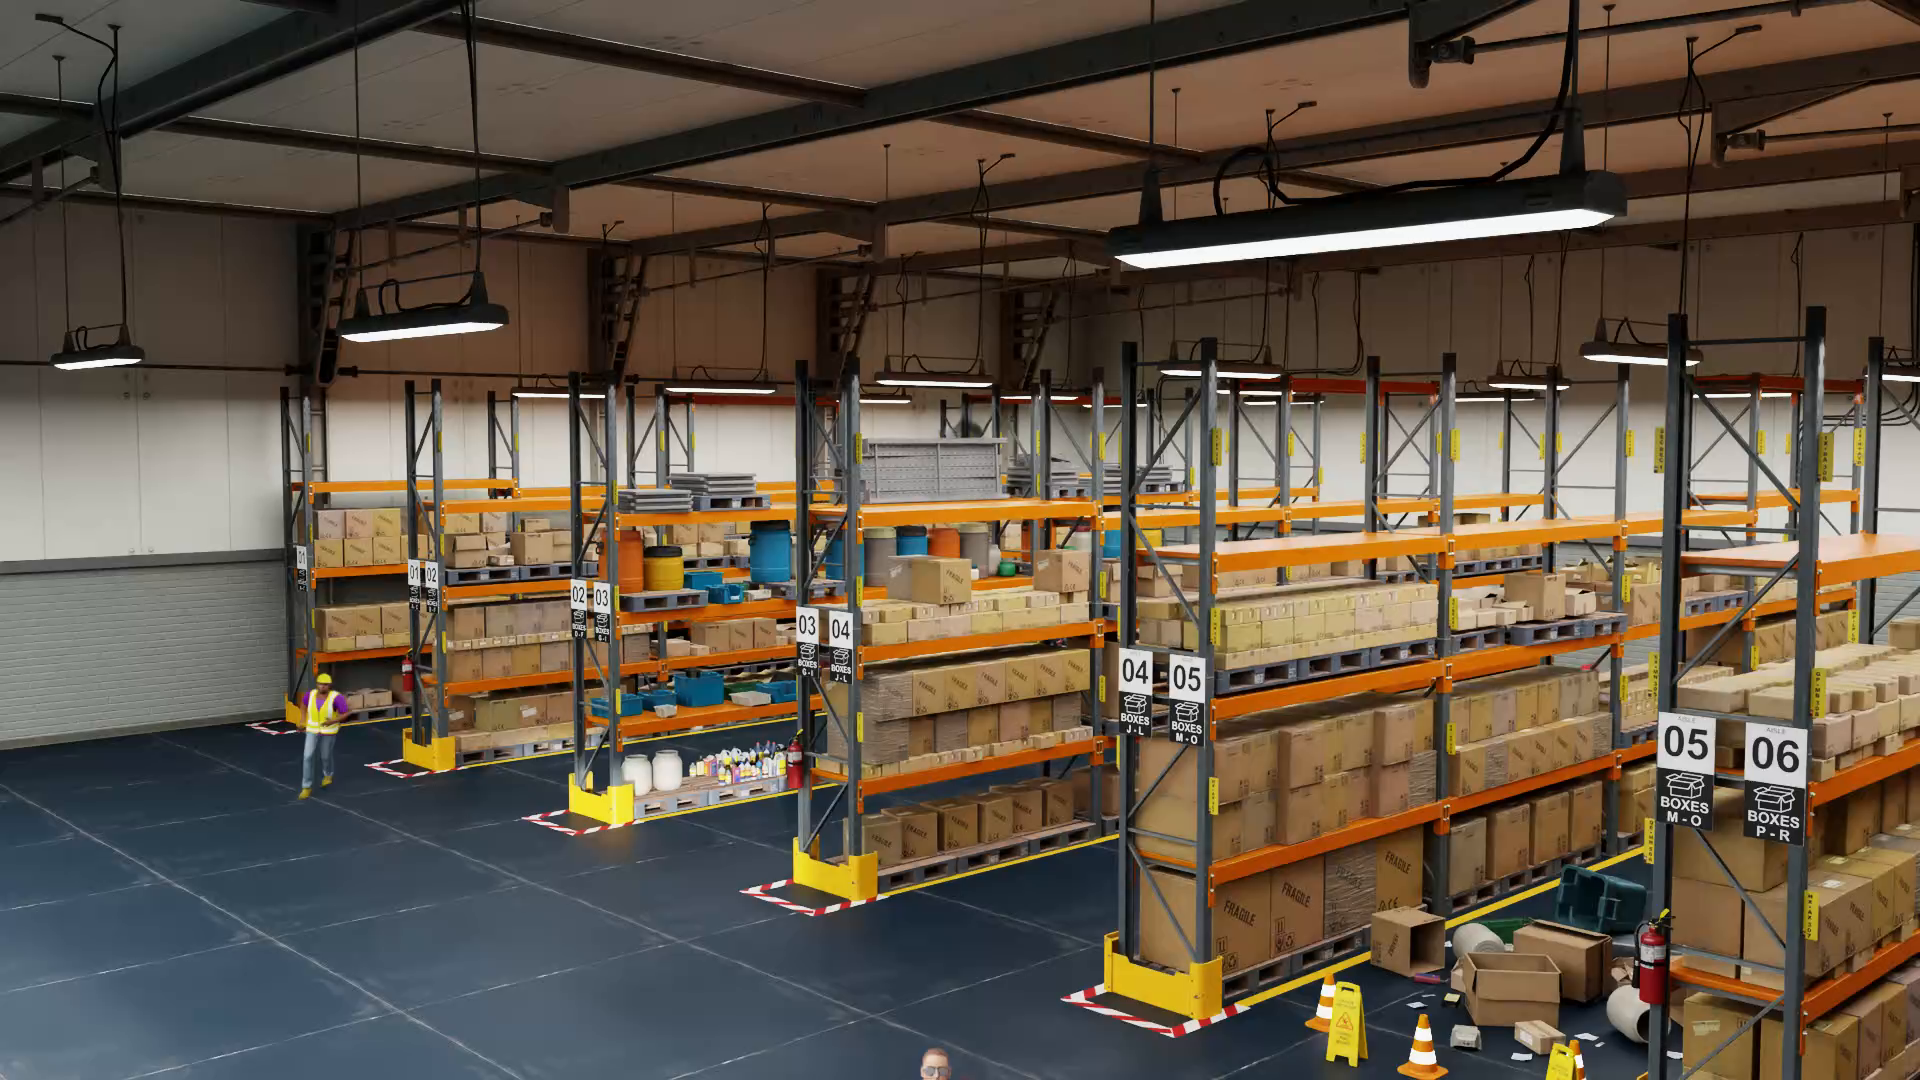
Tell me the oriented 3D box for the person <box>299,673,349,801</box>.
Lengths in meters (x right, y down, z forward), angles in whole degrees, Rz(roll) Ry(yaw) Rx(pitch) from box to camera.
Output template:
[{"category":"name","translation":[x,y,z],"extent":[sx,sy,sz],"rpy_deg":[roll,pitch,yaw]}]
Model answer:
[{"category":"person","translation":[-9.122,2.764,23.880],"extent":[0.701,1.755,0.967],"rpy_deg":[0,4,-8]}]

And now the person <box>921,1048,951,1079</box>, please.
[{"category":"person","translation":[-0.114,3.717,9.354],"extent":[0.716,1.694,0.578],"rpy_deg":[0,4,-2]}]

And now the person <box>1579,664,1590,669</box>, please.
[{"category":"person","translation":[9.314,2.713,24.731],"extent":[0.632,1.742,0.655],"rpy_deg":[-3,5,-37]}]
